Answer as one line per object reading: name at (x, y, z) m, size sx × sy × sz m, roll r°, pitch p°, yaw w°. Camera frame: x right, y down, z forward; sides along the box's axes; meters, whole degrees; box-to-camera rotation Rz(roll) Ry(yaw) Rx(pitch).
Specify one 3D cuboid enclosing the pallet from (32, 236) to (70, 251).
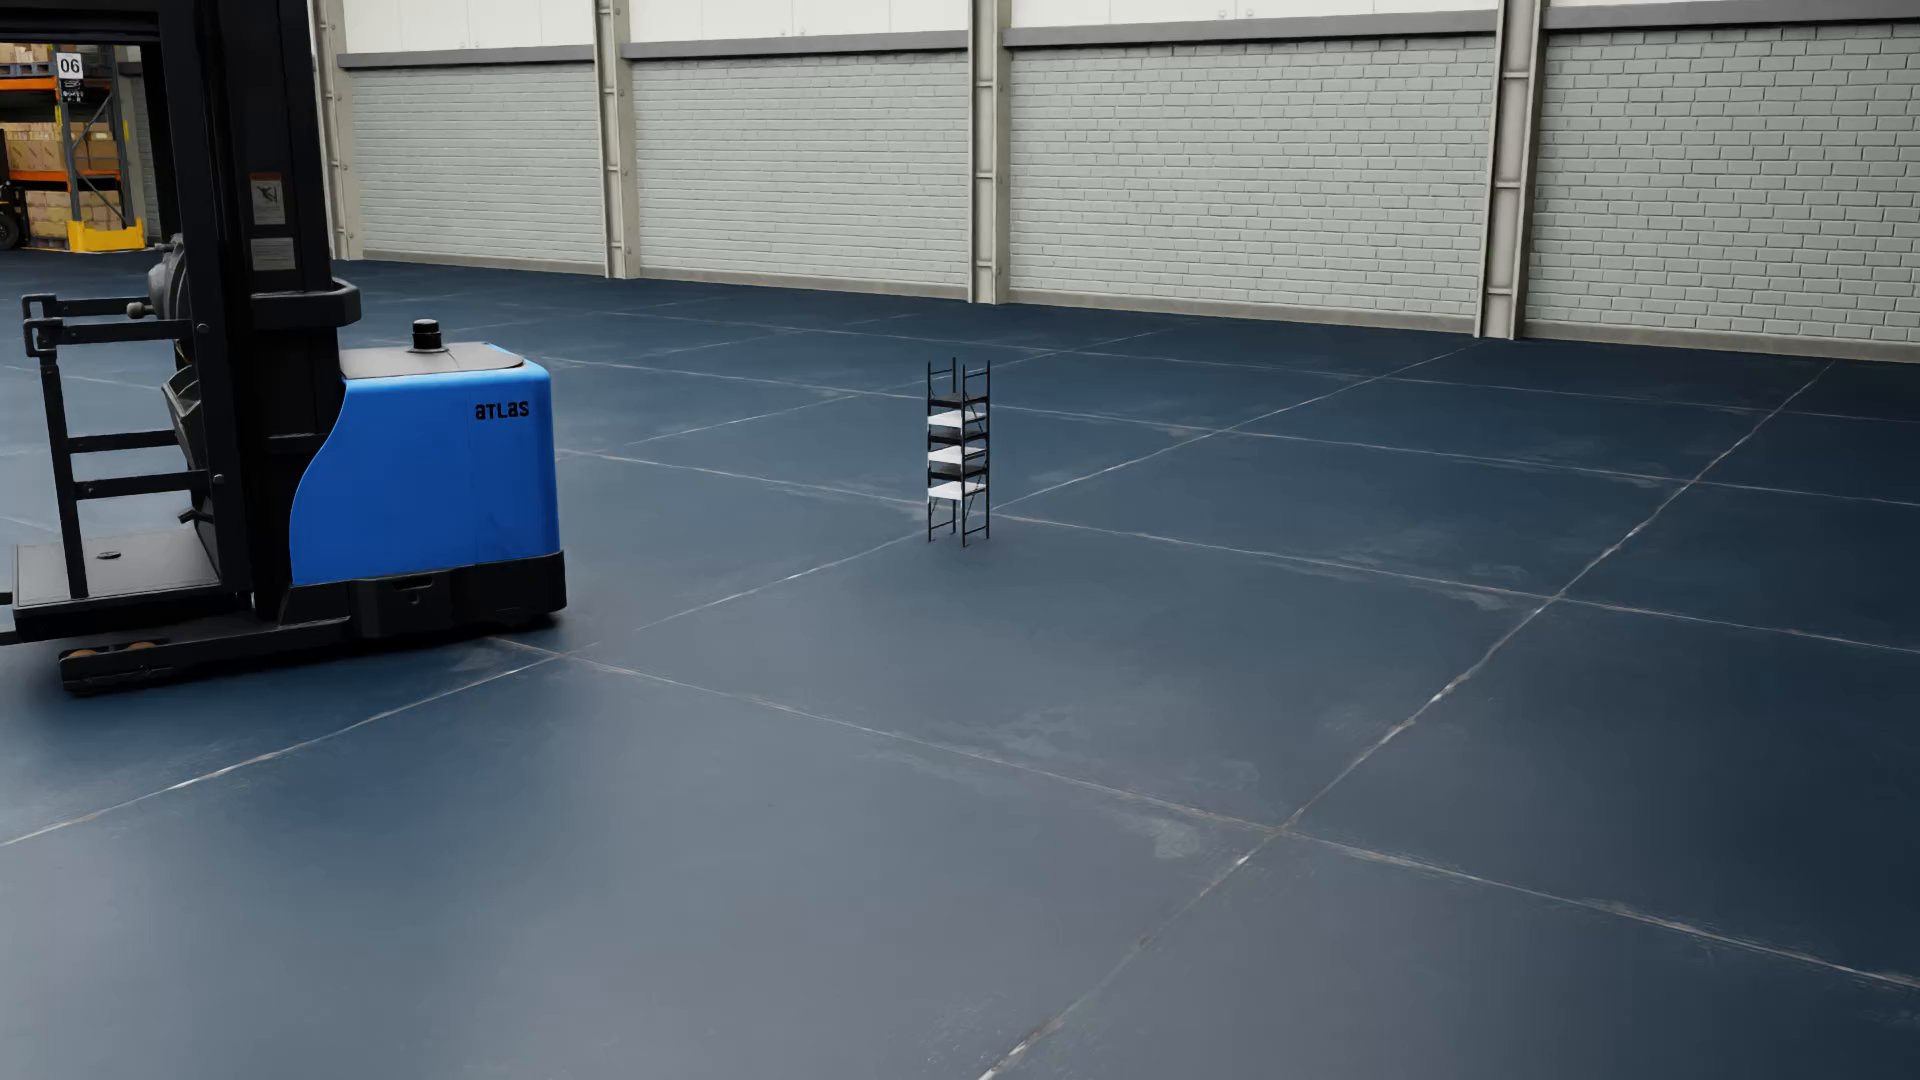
pallet at (-15.180, -5.149, 28.682) m, size 1.213 × 0.211 × 1.003 m, roll 9°, pitch 17°, yaw 33°

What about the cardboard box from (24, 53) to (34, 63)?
cardboard box at (-15.379, -8.045, 27.778) m, size 0.250 × 0.149 × 0.380 m, roll 9°, pitch 16°, yaw 31°

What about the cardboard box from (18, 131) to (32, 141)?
cardboard box at (-15.823, -6.899, 28.393) m, size 0.250 × 0.149 × 0.380 m, roll 9°, pitch 16°, yaw 31°

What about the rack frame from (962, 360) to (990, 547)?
rack frame at (0.078, -0.424, 8.164) m, size 0.006 × 0.900 × 0.240 m, roll 9°, pitch 17°, yaw 33°

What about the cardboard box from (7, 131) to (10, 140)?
cardboard box at (-16.201, -6.981, 28.722) m, size 0.250 × 0.149 × 0.380 m, roll 9°, pitch 17°, yaw 32°

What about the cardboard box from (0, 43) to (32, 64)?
cardboard box at (-15.819, -8.333, 28.210) m, size 0.500 × 0.500 × 0.700 m, roll 9°, pitch 17°, yaw 33°

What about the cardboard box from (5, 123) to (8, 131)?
cardboard box at (-16.213, -7.126, 28.691) m, size 0.250 × 0.149 × 0.380 m, roll 9°, pitch 17°, yaw 34°

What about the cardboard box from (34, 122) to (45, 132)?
cardboard box at (-15.391, -6.978, 28.094) m, size 0.250 × 0.149 × 0.380 m, roll 10°, pitch 17°, yaw 34°

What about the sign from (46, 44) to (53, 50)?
sign at (-14.836, -8.149, 27.080) m, size 0.005 × 0.325 × 0.100 m, roll 9°, pitch 17°, yaw 33°

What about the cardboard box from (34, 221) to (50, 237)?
cardboard box at (-15.495, -5.346, 28.523) m, size 0.500 × 0.250 × 0.500 m, roll 9°, pitch 17°, yaw 33°

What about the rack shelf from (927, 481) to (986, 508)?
rack shelf at (-0.007, -0.231, 8.271) m, size 0.200 × 0.077 × 0.258 m, roll 9°, pitch 17°, yaw 33°

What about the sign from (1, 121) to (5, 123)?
sign at (-17.532, -7.514, 30.468) m, size 0.005 × 0.325 × 0.100 m, roll 9°, pitch 17°, yaw 33°

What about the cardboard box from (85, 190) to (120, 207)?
cardboard box at (-14.815, -5.865, 28.539) m, size 0.500 × 0.250 × 0.500 m, roll 9°, pitch 16°, yaw 32°

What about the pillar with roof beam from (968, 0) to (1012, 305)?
pillar with roof beam at (-2.063, -6.321, 15.130) m, size 0.400 × 9.000 × 9.100 m, roll 9°, pitch 17°, yaw 33°

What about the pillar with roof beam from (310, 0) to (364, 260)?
pillar with roof beam at (-12.021, -7.930, 21.631) m, size 0.400 × 9.000 × 9.100 m, roll 9°, pitch 17°, yaw 33°

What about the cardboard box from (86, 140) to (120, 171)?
cardboard box at (-14.778, -6.578, 28.446) m, size 0.500 × 0.500 × 0.500 m, roll 10°, pitch 17°, yaw 35°

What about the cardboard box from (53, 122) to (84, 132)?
cardboard box at (-14.937, -6.922, 27.865) m, size 0.250 × 0.149 × 0.380 m, roll 9°, pitch 17°, yaw 33°

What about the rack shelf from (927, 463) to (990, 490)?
rack shelf at (-0.007, -0.318, 8.249) m, size 0.200 × 0.077 × 0.258 m, roll 9°, pitch 17°, yaw 33°

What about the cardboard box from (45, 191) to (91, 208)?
cardboard box at (-15.078, -5.762, 28.124) m, size 0.500 × 0.250 × 0.500 m, roll 10°, pitch 17°, yaw 35°

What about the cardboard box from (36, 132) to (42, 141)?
cardboard box at (-15.376, -6.837, 28.143) m, size 0.250 × 0.149 × 0.380 m, roll 10°, pitch 17°, yaw 34°

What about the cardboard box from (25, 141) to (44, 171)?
cardboard box at (-15.502, -6.541, 28.298) m, size 0.500 × 0.500 × 0.500 m, roll 10°, pitch 17°, yaw 35°

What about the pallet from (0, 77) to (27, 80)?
pallet at (-17.119, -8.248, 29.342) m, size 1.213 × 0.211 × 1.003 m, roll 9°, pitch 17°, yaw 33°

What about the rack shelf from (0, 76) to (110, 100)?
rack shelf at (-16.181, -7.783, 28.776) m, size 4.000 × 0.370 × 1.077 m, roll 9°, pitch 17°, yaw 33°

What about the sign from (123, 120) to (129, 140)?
sign at (-14.207, -6.976, 28.297) m, size 0.005 × 0.325 × 0.100 m, roll 9°, pitch 17°, yaw 33°

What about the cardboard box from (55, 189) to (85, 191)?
cardboard box at (-15.641, -6.000, 29.086) m, size 0.500 × 0.250 × 0.500 m, roll 9°, pitch 17°, yaw 32°

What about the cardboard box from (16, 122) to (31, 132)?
cardboard box at (-15.834, -7.039, 28.340) m, size 0.250 × 0.149 × 0.380 m, roll 10°, pitch 17°, yaw 34°

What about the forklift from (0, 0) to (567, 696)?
forklift at (-3.177, -1.000, 6.265) m, size 3.031 × 2.935 × 1.130 m, roll -8°, pitch 16°, yaw -28°

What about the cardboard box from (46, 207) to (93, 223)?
cardboard box at (-15.100, -5.523, 28.198) m, size 0.500 × 0.250 × 0.500 m, roll 9°, pitch 16°, yaw 32°

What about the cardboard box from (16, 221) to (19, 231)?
cardboard box at (-16.349, -5.480, 29.065) m, size 0.500 × 0.250 × 0.500 m, roll 10°, pitch 17°, yaw 35°

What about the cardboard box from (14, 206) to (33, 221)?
cardboard box at (-15.950, -5.657, 28.741) m, size 0.500 × 0.250 × 0.500 m, roll 9°, pitch 16°, yaw 32°

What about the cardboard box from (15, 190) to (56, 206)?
cardboard box at (-15.929, -5.895, 28.662) m, size 0.500 × 0.250 × 0.500 m, roll 9°, pitch 17°, yaw 34°

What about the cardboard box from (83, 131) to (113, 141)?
cardboard box at (-14.658, -6.868, 28.269) m, size 0.250 × 0.149 × 0.380 m, roll 9°, pitch 16°, yaw 31°

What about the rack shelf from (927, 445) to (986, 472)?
rack shelf at (-0.007, -0.406, 8.227) m, size 0.200 × 0.077 × 0.258 m, roll 9°, pitch 17°, yaw 33°

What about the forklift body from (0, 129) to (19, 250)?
forklift body at (-17.113, -5.886, 27.626) m, size 1.214 × 2.155 × 2.313 m, roll 9°, pitch 17°, yaw 33°

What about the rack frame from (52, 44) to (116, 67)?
rack frame at (-14.522, -9.320, 27.246) m, size 0.127 × 3.000 × 1.000 m, roll 9°, pitch 17°, yaw 33°

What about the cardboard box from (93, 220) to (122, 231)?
cardboard box at (-14.820, -5.382, 28.670) m, size 0.500 × 0.250 × 0.500 m, roll 9°, pitch 17°, yaw 33°

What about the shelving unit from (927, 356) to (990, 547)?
shelving unit at (-0.007, -0.438, 8.219) m, size 0.210 × 0.900 × 0.258 m, roll 9°, pitch 17°, yaw 33°

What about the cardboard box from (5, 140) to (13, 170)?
cardboard box at (-16.351, -6.675, 28.839) m, size 0.500 × 0.500 × 0.500 m, roll 9°, pitch 17°, yaw 33°

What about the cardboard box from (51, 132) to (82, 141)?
cardboard box at (-14.966, -6.762, 27.839) m, size 0.250 × 0.149 × 0.380 m, roll 9°, pitch 17°, yaw 34°

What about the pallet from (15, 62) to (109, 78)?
pallet at (-15.094, -7.921, 28.021) m, size 1.213 × 0.211 × 1.003 m, roll 9°, pitch 17°, yaw 33°
